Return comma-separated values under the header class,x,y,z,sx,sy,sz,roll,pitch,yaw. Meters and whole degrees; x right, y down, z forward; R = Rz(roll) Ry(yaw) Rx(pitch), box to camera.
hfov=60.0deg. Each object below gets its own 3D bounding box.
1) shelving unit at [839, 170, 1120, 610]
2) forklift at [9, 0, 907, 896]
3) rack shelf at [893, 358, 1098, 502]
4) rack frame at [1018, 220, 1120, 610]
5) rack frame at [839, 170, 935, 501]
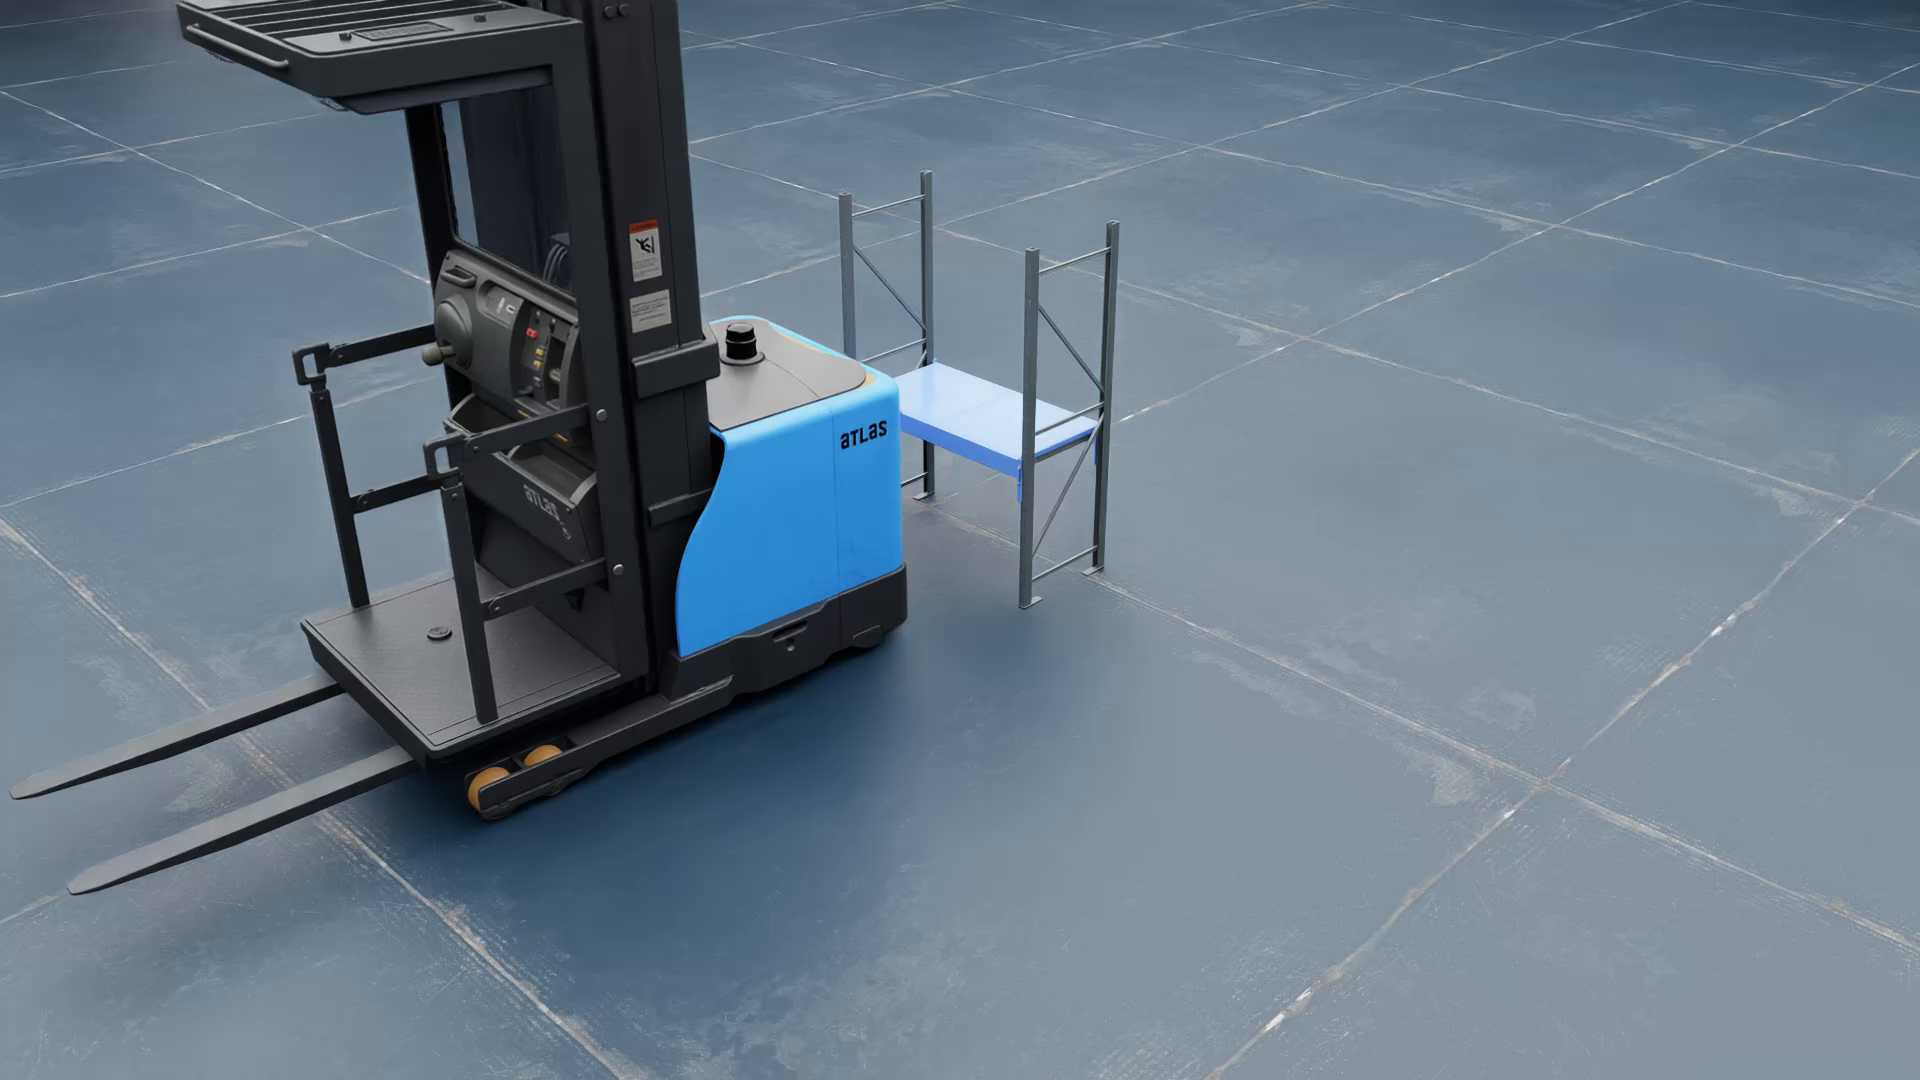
class,x,y,z,sx,sy,sz,roll,pitch,yaw
shelving unit,0.061,-0.636,6.848,1.048,1.500,0.538,25,36,38
forklift,-1.650,-0.652,5.340,3.031,2.935,1.130,-22,35,-36
rack shelf,0.061,-0.477,6.932,1.000,0.185,0.538,25,36,38
rack frame,0.423,-0.470,6.533,0.032,1.500,0.500,25,36,38
rack frame,-0.302,-0.802,7.163,0.032,1.500,0.500,25,36,38
